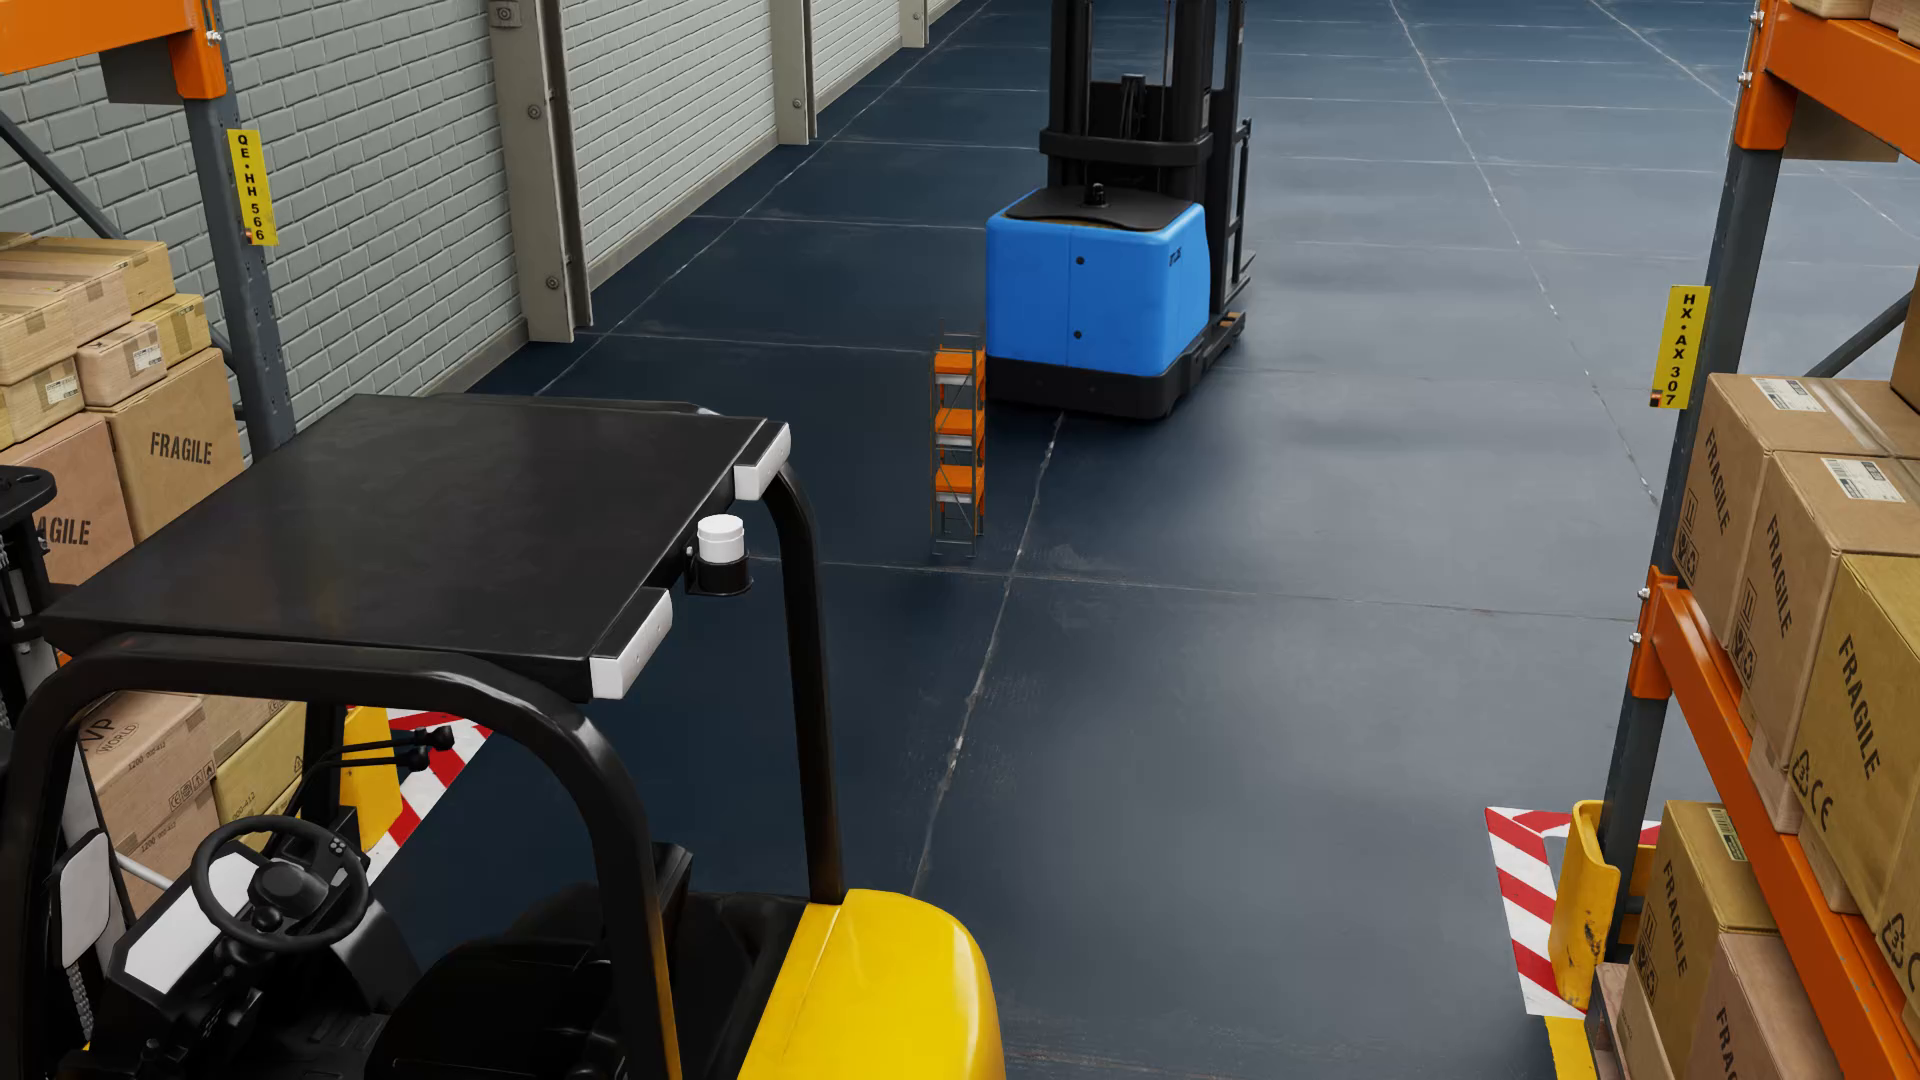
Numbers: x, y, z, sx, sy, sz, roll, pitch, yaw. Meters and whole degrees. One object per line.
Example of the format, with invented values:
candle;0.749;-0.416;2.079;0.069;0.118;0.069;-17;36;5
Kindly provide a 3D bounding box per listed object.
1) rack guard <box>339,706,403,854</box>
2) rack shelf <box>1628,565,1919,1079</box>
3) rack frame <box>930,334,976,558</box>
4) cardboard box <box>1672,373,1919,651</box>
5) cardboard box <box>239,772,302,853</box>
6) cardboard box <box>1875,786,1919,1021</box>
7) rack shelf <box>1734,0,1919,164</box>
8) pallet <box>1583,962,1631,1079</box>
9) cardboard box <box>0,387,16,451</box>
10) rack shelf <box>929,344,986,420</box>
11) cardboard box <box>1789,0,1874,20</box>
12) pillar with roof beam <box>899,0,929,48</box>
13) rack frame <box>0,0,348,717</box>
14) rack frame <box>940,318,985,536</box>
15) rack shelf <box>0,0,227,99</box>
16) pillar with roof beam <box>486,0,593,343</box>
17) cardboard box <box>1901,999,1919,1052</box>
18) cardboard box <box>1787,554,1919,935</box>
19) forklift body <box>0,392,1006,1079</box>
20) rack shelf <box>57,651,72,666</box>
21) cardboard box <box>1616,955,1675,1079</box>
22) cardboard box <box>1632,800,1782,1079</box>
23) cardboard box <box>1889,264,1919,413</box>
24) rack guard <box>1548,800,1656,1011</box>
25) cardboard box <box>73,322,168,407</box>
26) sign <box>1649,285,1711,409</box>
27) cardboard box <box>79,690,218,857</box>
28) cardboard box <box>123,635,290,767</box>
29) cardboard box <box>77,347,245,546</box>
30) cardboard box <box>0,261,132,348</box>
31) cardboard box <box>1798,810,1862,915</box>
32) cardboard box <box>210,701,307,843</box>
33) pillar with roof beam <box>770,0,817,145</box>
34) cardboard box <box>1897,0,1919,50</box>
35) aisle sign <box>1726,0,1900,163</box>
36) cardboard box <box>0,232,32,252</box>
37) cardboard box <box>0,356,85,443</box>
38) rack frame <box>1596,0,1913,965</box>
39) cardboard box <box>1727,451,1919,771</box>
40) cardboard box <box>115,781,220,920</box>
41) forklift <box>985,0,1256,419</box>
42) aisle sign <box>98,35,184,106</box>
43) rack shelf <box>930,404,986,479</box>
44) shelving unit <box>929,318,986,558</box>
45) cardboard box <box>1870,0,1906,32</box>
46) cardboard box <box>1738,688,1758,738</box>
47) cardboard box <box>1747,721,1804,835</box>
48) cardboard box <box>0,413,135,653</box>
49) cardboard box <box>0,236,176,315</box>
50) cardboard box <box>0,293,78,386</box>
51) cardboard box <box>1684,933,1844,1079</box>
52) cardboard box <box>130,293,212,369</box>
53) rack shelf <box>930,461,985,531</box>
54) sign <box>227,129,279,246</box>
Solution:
rack guard;-2.522;0.720;5.622;1.175;0.500;0.348;4;25;9
rack shelf;2.044;1.103;2.705;1.077;0.370;4.000;4;25;9
rack frame;-0.029;-0.402;7.371;0.200;1.050;0.008;4;25;9
cardboard box;2.020;-0.061;3.873;0.500;0.500;0.500;4;25;8
cardboard box;-2.291;0.872;5.098;0.500;0.250;0.500;4;25;9
cardboard box;1.782;0.583;2.498;0.500;0.500;0.500;4;25;7
rack shelf;2.044;-0.256;2.069;1.077;0.370;4.000;4;25;9
pallet;2.191;1.572;4.142;1.003;0.211;1.213;4;25;9
cardboard box;-2.474;-0.261;3.885;0.380;0.149;0.250;4;25;8
rack shelf;-0.009;-0.701;7.364;0.215;0.259;0.240;4;25;9
cardboard box;1.997;-1.188;3.508;0.380;0.149;0.250;4;25;9
pillar with roof beam;3.660;-10.120;18.756;9.100;9.000;0.400;4;25;9
rack frame;-2.526;-0.402;5.070;1.000;3.000;0.127;4;25;9
rack frame;0.011;-0.504;7.589;0.200;1.050;0.008;4;25;9
rack shelf;-2.853;-0.598;2.800;1.077;0.370;4.000;4;25;9
pillar with roof beam;1.698;-5.101;8.034;9.100;9.000;0.400;4;25;9
cardboard box;1.809;0.830;2.734;0.380;0.149;0.250;3;25;7
cardboard box;1.857;0.369;2.954;0.500;0.500;0.500;4;25;7
forklift body;-1.036;0.902;3.286;2.313;2.155;1.214;4;25;9
rack shelf;-2.853;0.760;3.436;1.077;0.370;4.000;4;25;9
cardboard box;1.967;1.314;4.153;0.500;0.250;0.500;4;25;8
cardboard box;1.963;0.984;3.973;0.500;0.500;0.500;3;25;7
cardboard box;2.503;-0.464;3.554;0.700;0.500;0.500;3;25;7
rack guard;2.359;1.104;4.801;1.175;0.500;0.348;4;25;9
cardboard box;-2.319;-0.468;4.328;0.380;0.149;0.250;4;25;9
sign;1.836;-0.489;4.236;0.100;0.325;0.005;4;25;9
cardboard box;-2.372;0.629;4.438;0.500;0.250;0.500;4;25;9
cardboard box;-2.294;0.415;4.895;0.500;0.250;0.500;5;26;10
cardboard box;-2.348;-0.223;4.571;0.500;0.500;0.500;3;25;7
cardboard box;-2.387;-0.606;4.272;0.380;0.149;0.250;4;25;9
cardboard box;1.865;0.607;3.211;0.380;0.149;0.250;5;25;10
cardboard box;-2.297;0.652;4.977;0.500;0.250;0.500;4;25;8
pillar with roof beam;2.679;-7.611;13.395;9.100;9.000;0.400;4;25;9
cardboard box;1.965;-0.964;3.029;0.380;0.149;0.250;5;25;10
aisle sign;2.076;-1.284;3.889;0.394;0.787;0.004;4;25;9
cardboard box;-2.792;-0.750;4.580;0.380;0.149;0.250;4;25;8
cardboard box;-2.422;-0.363;4.105;0.380;0.149;0.250;4;25;10
rack frame;2.371;-0.060;4.339;1.000;3.000;0.127;4;25;9
cardboard box;1.939;0.156;3.409;0.500;0.500;0.500;5;26;10
cardboard box;-2.390;0.861;4.531;0.500;0.250;0.500;4;25;8
forklift;1.151;-2.577;9.798;1.130;2.935;3.031;10;27;20
aisle sign;-2.226;-1.586;4.535;0.394;0.787;0.004;4;25;9
rack shelf;-0.009;-0.444;7.484;0.215;0.259;0.240;4;25;9
shelving unit;-0.009;-0.453;7.480;0.215;1.050;0.252;4;25;9
cardboard box;2.042;-1.072;3.260;0.380;0.149;0.250;3;25;7
cardboard box;1.961;0.394;3.667;0.380;0.149;0.250;3;25;7
cardboard box;1.874;0.497;3.447;0.380;0.149;0.250;4;25;9
cardboard box;-2.442;-0.007;4.108;0.500;0.500;0.500;5;26;10
cardboard box;-2.377;-0.711;4.497;0.380;0.149;0.250;4;25;9
cardboard box;-2.403;-0.495;4.035;0.380;0.149;0.250;5;25;10
cardboard box;1.882;1.203;3.505;0.500;0.500;0.500;3;25;7
cardboard box;-2.307;-0.577;4.560;0.380;0.149;0.250;4;25;9
rack shelf;-0.009;-0.192;7.602;0.215;0.259;0.240;4;25;9
sign;-1.993;-0.990;4.682;0.100;0.325;0.005;4;25;9
